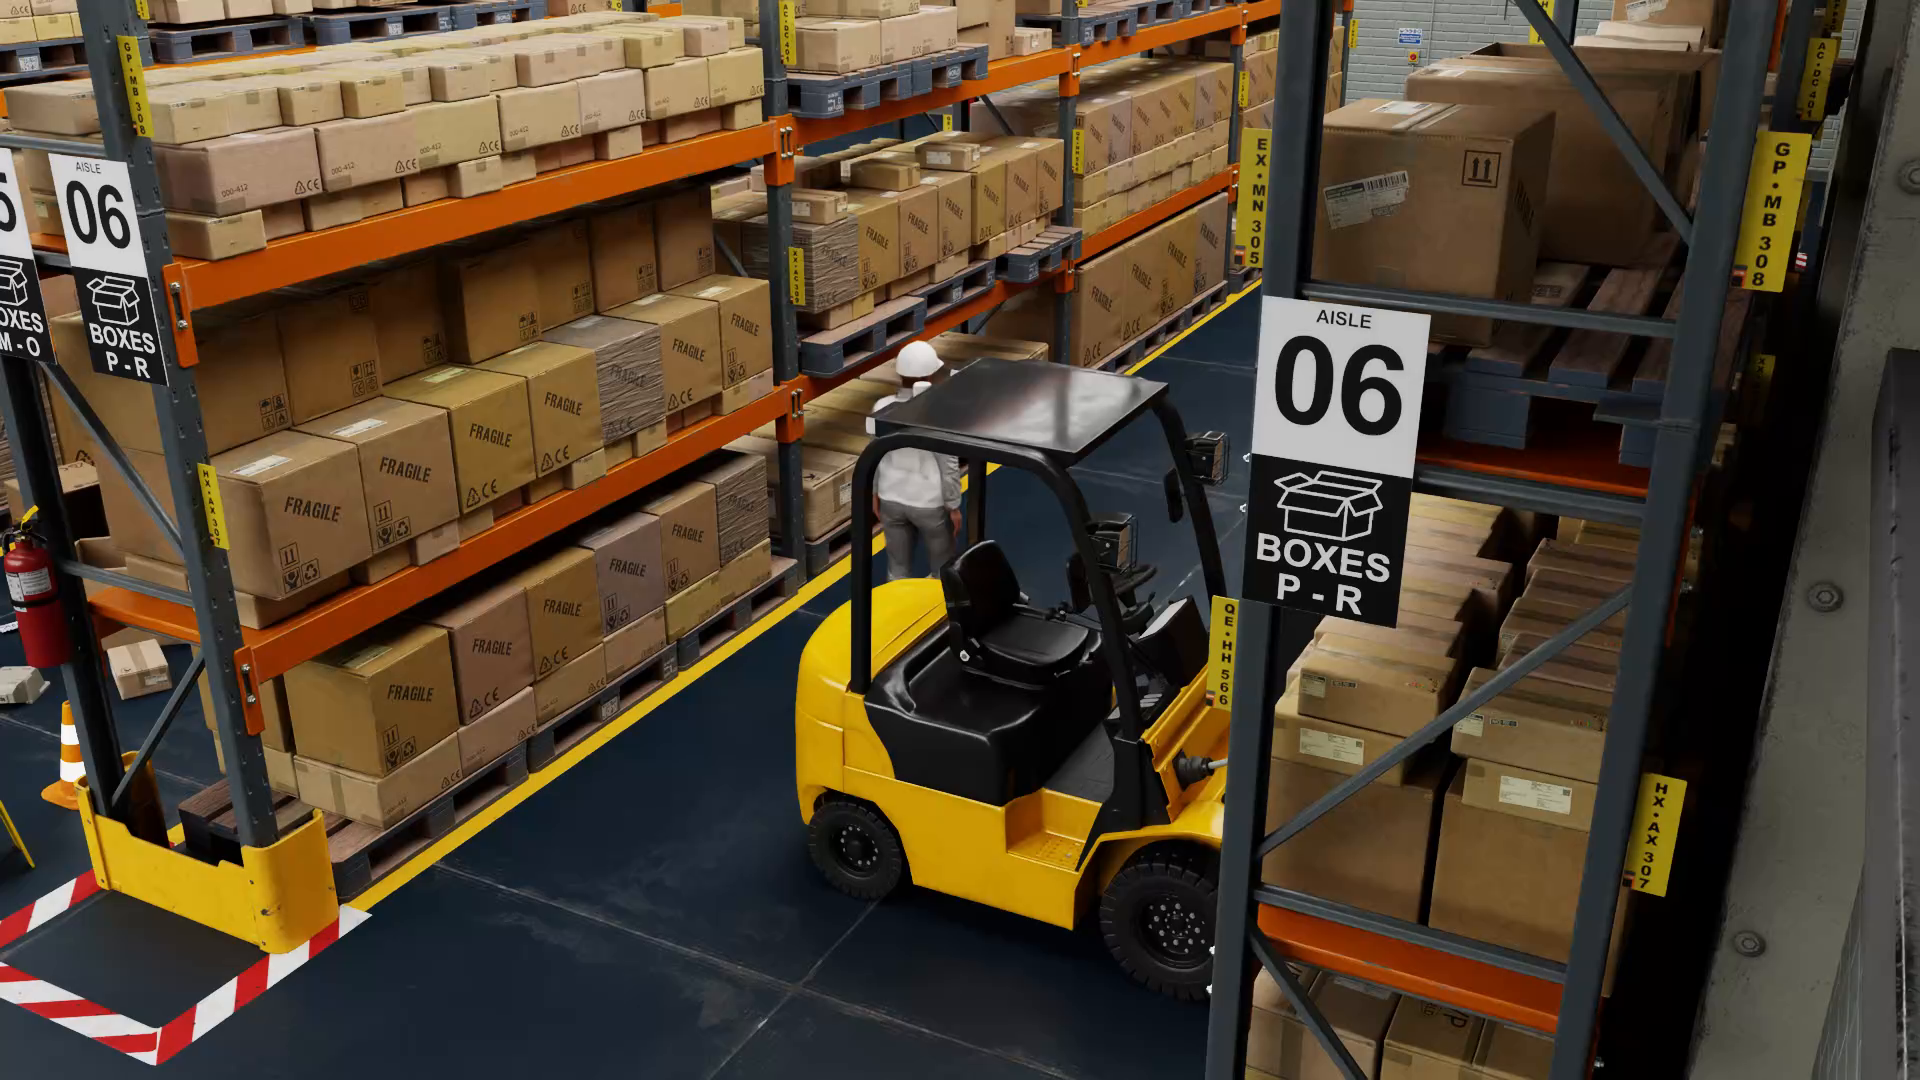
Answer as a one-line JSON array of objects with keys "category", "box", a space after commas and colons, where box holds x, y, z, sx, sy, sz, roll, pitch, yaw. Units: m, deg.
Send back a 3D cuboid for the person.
[{"category": "person", "box": [-0.205, -0.245, 9.133, 0.568, 1.775, 0.544, 10, 24, 22]}]
